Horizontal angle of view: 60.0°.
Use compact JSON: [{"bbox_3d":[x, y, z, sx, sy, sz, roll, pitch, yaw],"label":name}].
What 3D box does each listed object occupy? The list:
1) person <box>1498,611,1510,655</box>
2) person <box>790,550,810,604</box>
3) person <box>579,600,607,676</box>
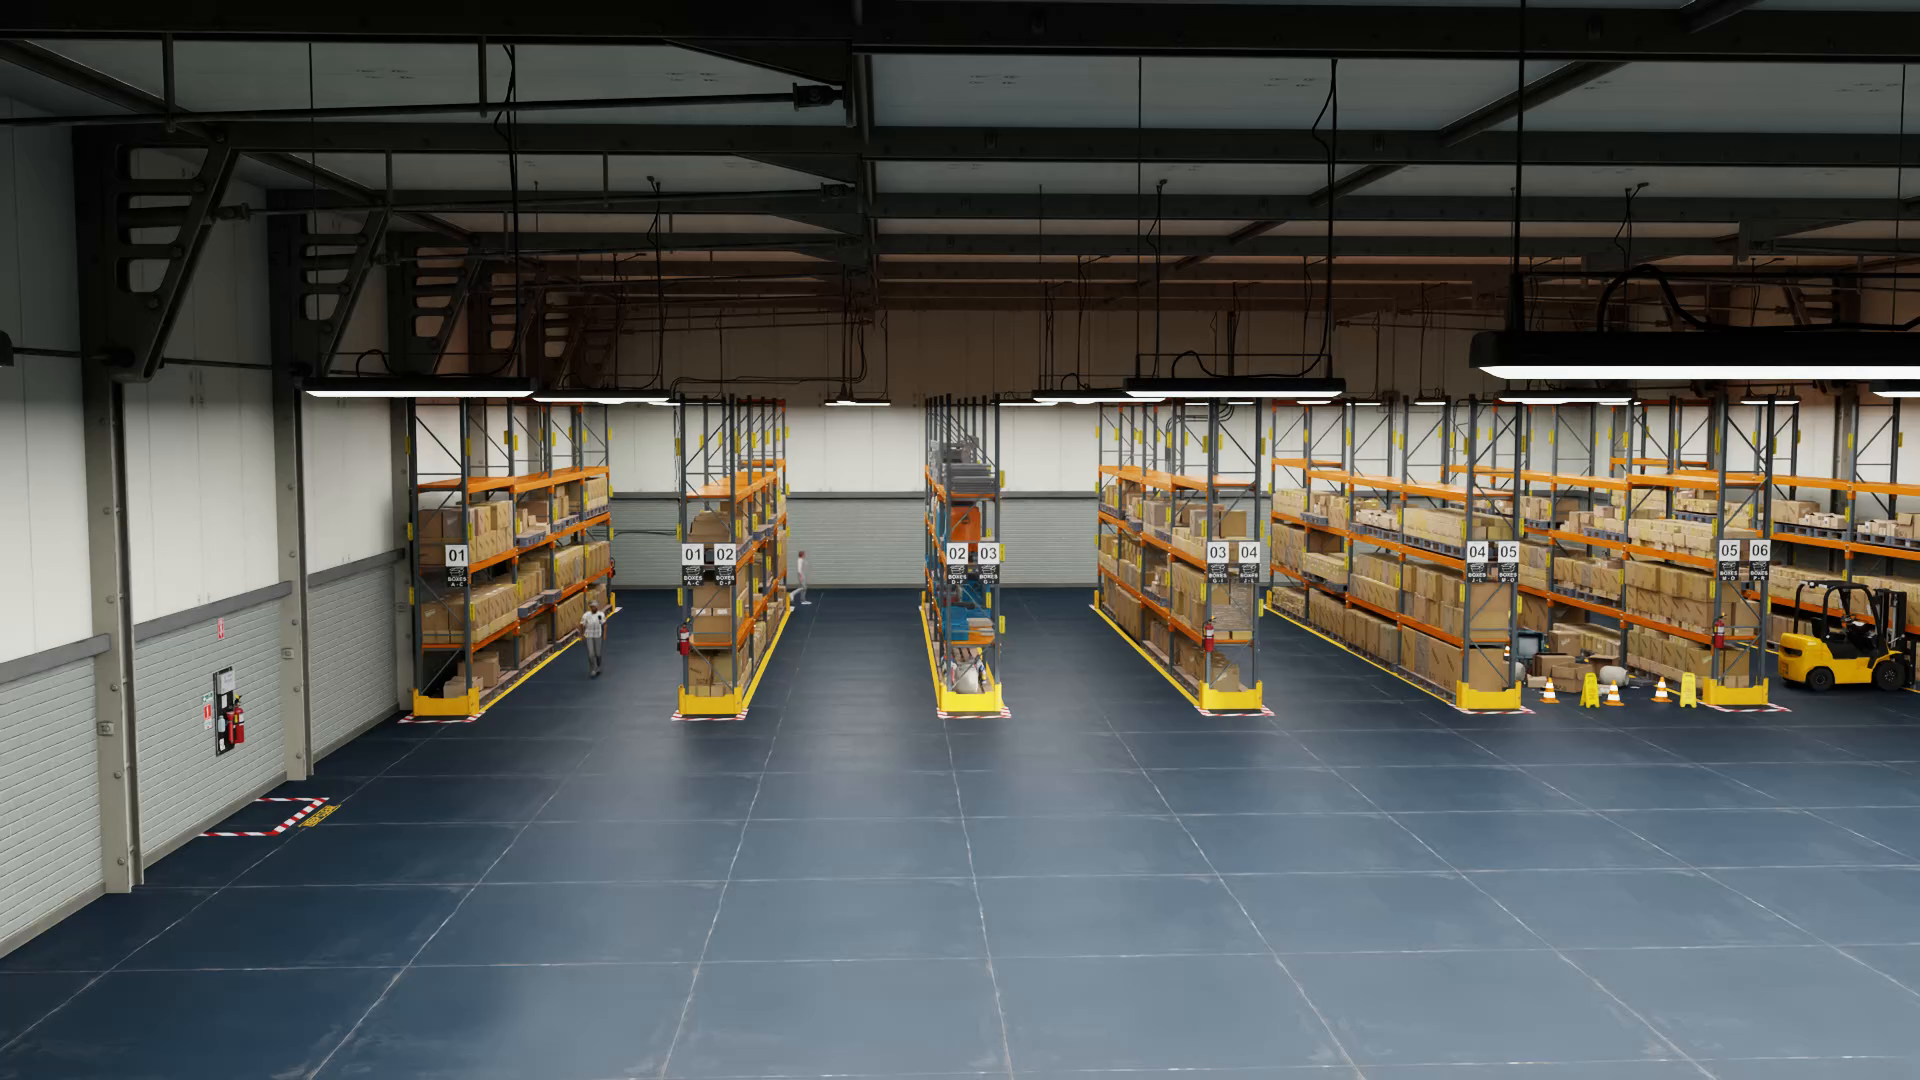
[{"bbox_3d":[12.602,1.812,38.481,0.609,1.787,0.403,-3,5,-31],"label":"person"},{"bbox_3d":[-4.666,1.091,48.466,0.582,1.591,0.452,0,5,1],"label":"person"},{"bbox_3d":[-7.893,2.081,35.799,0.575,1.642,0.570,-1,5,-10],"label":"person"}]
